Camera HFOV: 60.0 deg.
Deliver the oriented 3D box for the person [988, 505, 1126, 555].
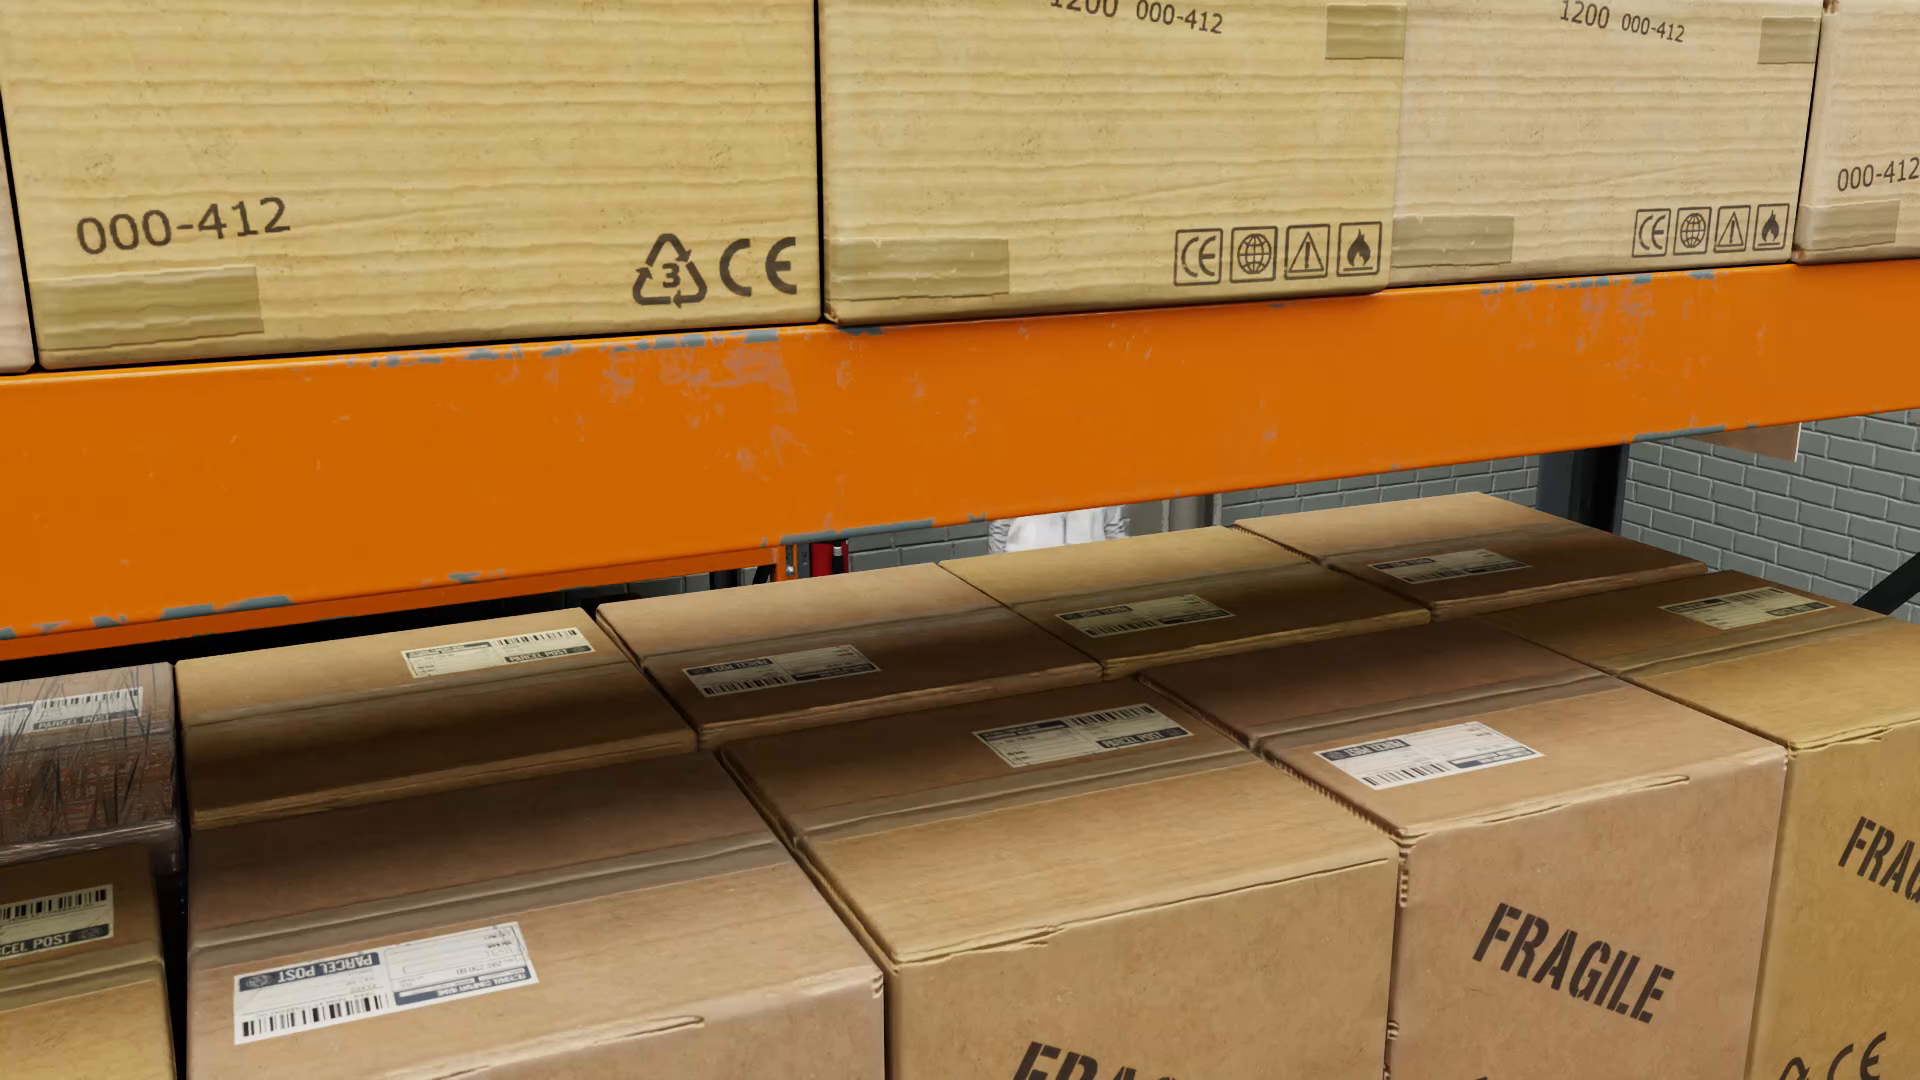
[{"bbox_3d":[0.425,0.219,7.082,0.584,1.782,0.413,-3,15,-11],"label":"person"}]
